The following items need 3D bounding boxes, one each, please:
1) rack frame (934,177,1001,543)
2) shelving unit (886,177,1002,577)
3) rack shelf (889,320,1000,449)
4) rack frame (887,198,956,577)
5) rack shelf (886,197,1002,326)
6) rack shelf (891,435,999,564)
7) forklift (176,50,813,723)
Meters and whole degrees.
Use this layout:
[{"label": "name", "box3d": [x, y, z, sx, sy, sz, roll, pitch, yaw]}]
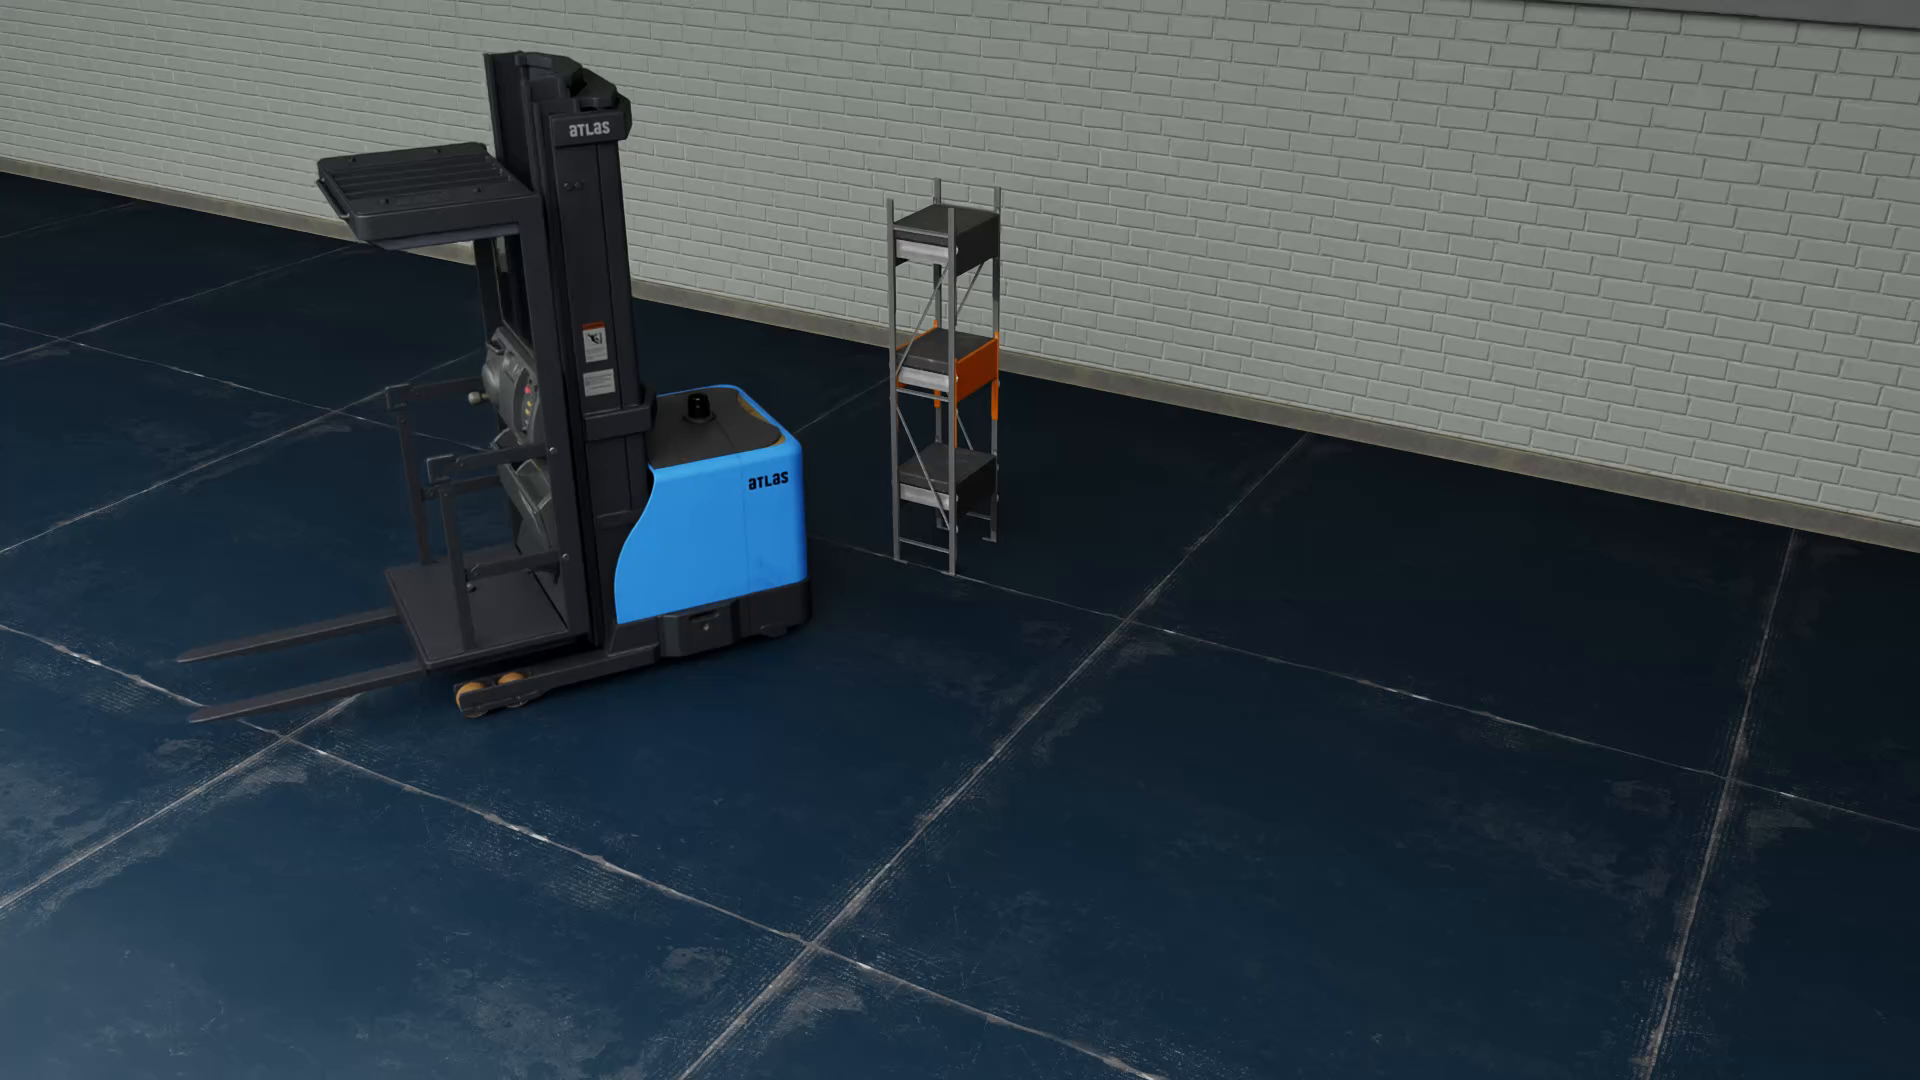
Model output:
[{"label": "rack frame", "box3d": [0.039, -0.970, 9.341, 0.400, 2.100, 0.015, 14, 30, 26]}, {"label": "shelving unit", "box3d": [-0.081, -0.874, 9.151, 0.431, 2.100, 0.503, 14, 30, 26]}, {"label": "rack shelf", "box3d": [-0.081, -0.862, 9.157, 0.431, 0.518, 0.480, 14, 30, 26]}, {"label": "rack frame", "box3d": [-0.201, -0.779, 8.961, 0.400, 2.100, 0.015, 14, 30, 26]}, {"label": "rack shelf", "box3d": [-0.081, -1.488, 8.844, 0.431, 0.518, 0.480, 14, 30, 26]}, {"label": "rack shelf", "box3d": [-0.081, -0.236, 9.471, 0.431, 0.518, 0.480, 14, 30, 26]}, {"label": "forklift", "box3d": [-2.328, -0.723, 7.921, 3.031, 2.935, 1.130, -13, 29, -24]}]
